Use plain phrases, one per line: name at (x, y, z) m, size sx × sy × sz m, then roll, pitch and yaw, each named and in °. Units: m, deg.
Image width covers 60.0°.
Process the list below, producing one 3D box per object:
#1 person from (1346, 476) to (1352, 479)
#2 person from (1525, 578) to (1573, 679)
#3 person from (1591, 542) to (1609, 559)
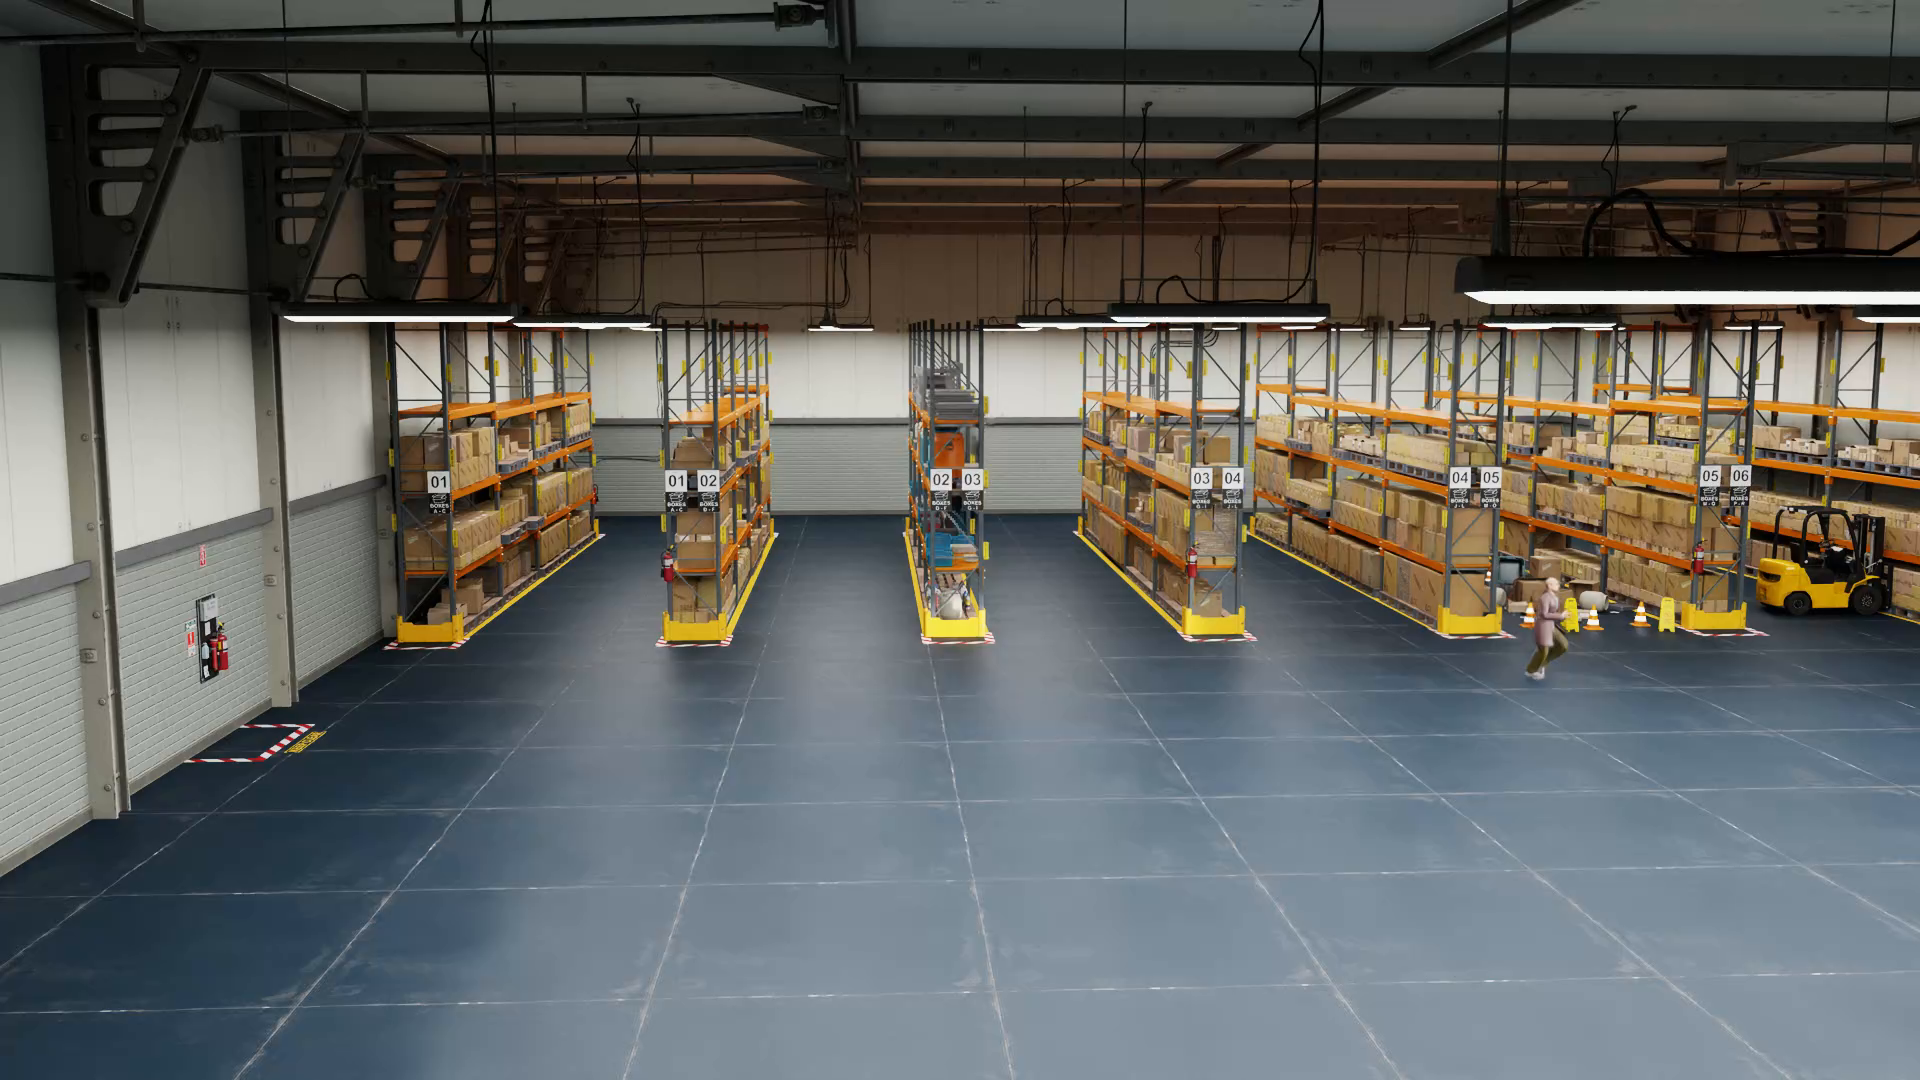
person at (10.893, -0.899, 46.696) m, size 0.666 × 1.775 × 1.141 m, roll -2°, pitch 7°, yaw -12°
person at (9.730, 1.467, 27.457) m, size 0.793 × 1.726 × 0.759 m, roll 6°, pitch 9°, yaw 39°
person at (15.851, -0.182, 41.080) m, size 0.546 × 1.661 × 0.597 m, roll -1°, pitch 7°, yaw -5°
